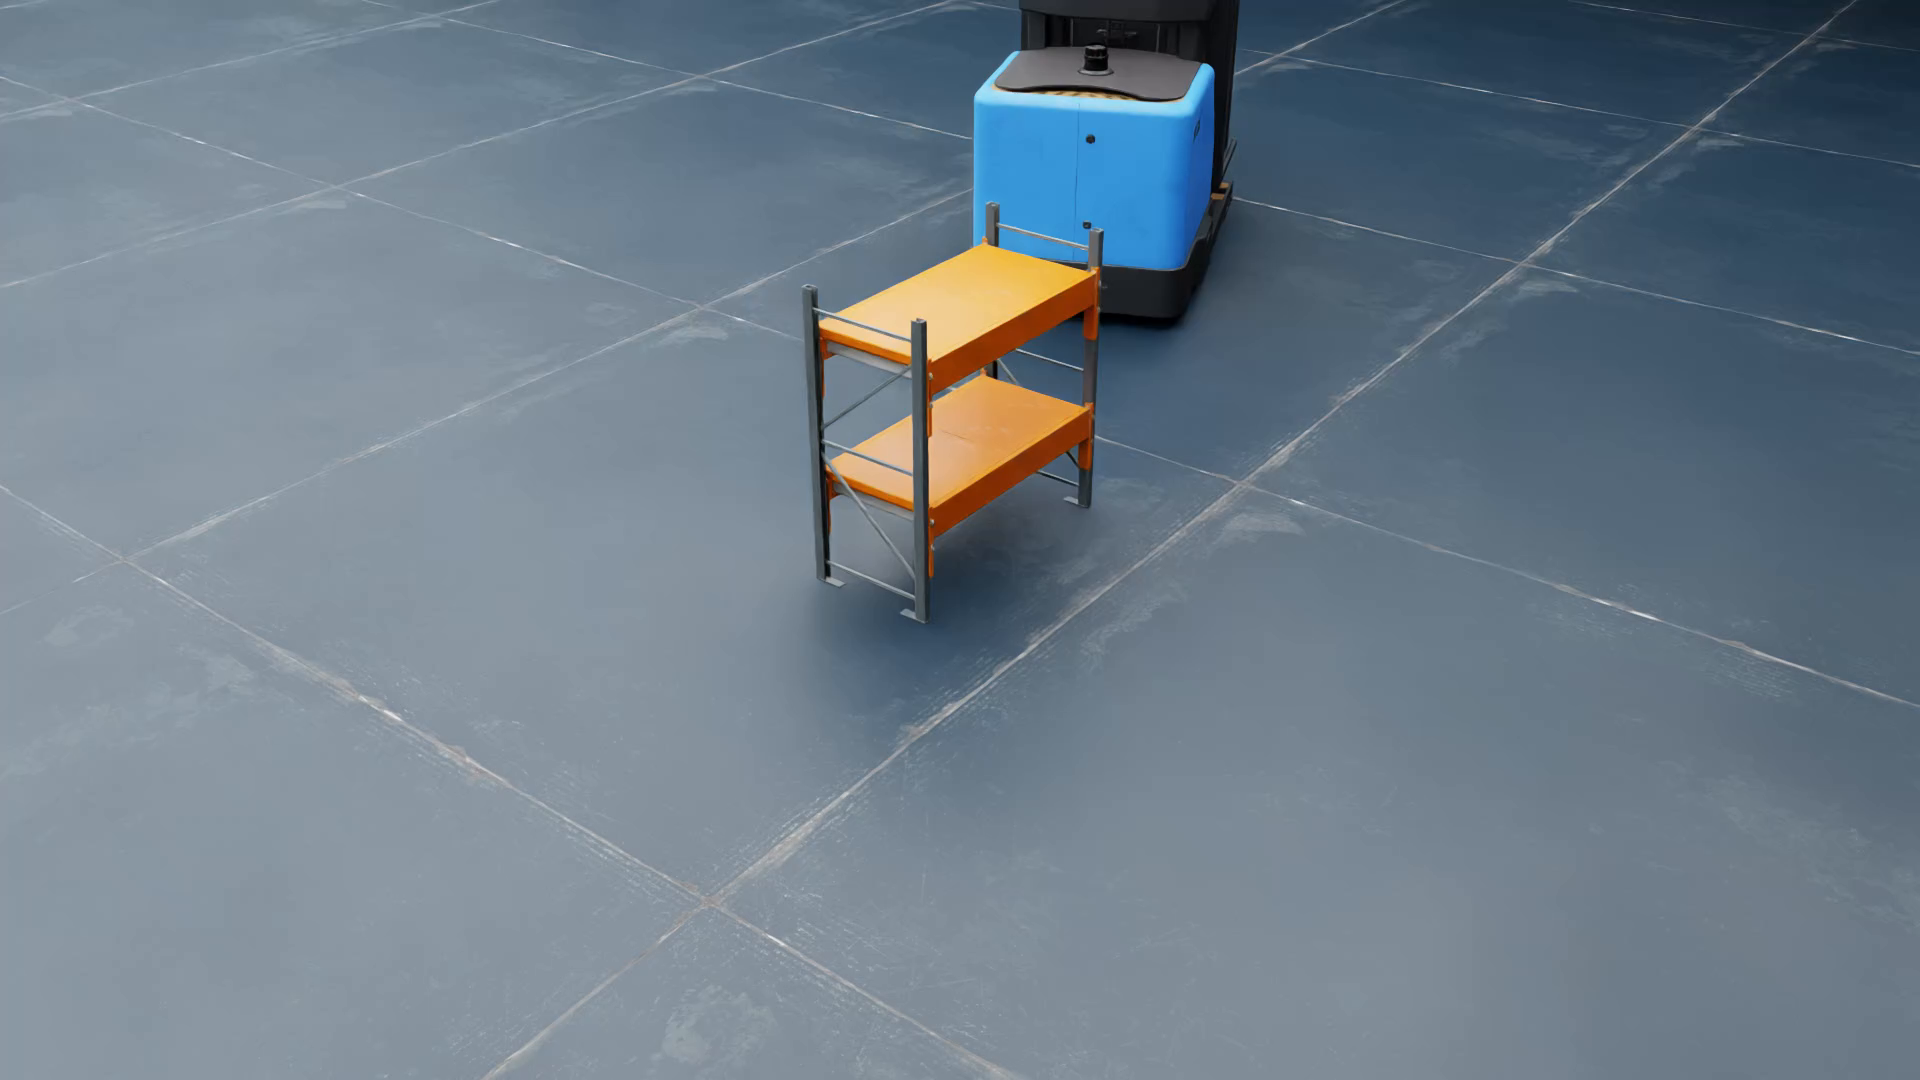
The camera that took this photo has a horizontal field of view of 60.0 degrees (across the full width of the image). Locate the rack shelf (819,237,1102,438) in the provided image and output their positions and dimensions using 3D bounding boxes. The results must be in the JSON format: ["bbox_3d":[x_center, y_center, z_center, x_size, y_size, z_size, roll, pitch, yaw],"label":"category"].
[{"bbox_3d":[-0.004,-0.733,5.809,0.538,0.278,1.000,21,37,31],"label":"rack shelf"}]

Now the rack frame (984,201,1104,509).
[{"bbox_3d":[0.303,-0.688,6.307,0.500,1.125,0.032,21,37,31],"label":"rack frame"}]

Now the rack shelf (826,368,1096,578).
[{"bbox_3d":[-0.004,-0.271,6.083,0.538,0.278,1.000,21,37,31],"label":"rack shelf"}]

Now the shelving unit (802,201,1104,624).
[{"bbox_3d":[-0.004,-0.481,5.959,0.538,1.125,1.048,21,37,31],"label":"shelving unit"}]

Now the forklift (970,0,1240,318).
[{"bbox_3d":[0.916,-3.052,8.525,1.130,2.935,3.031,8,31,13],"label":"forklift"}]

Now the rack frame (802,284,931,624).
[{"bbox_3d":[-0.311,-0.275,5.610,0.500,1.125,0.032,21,37,31],"label":"rack frame"}]
